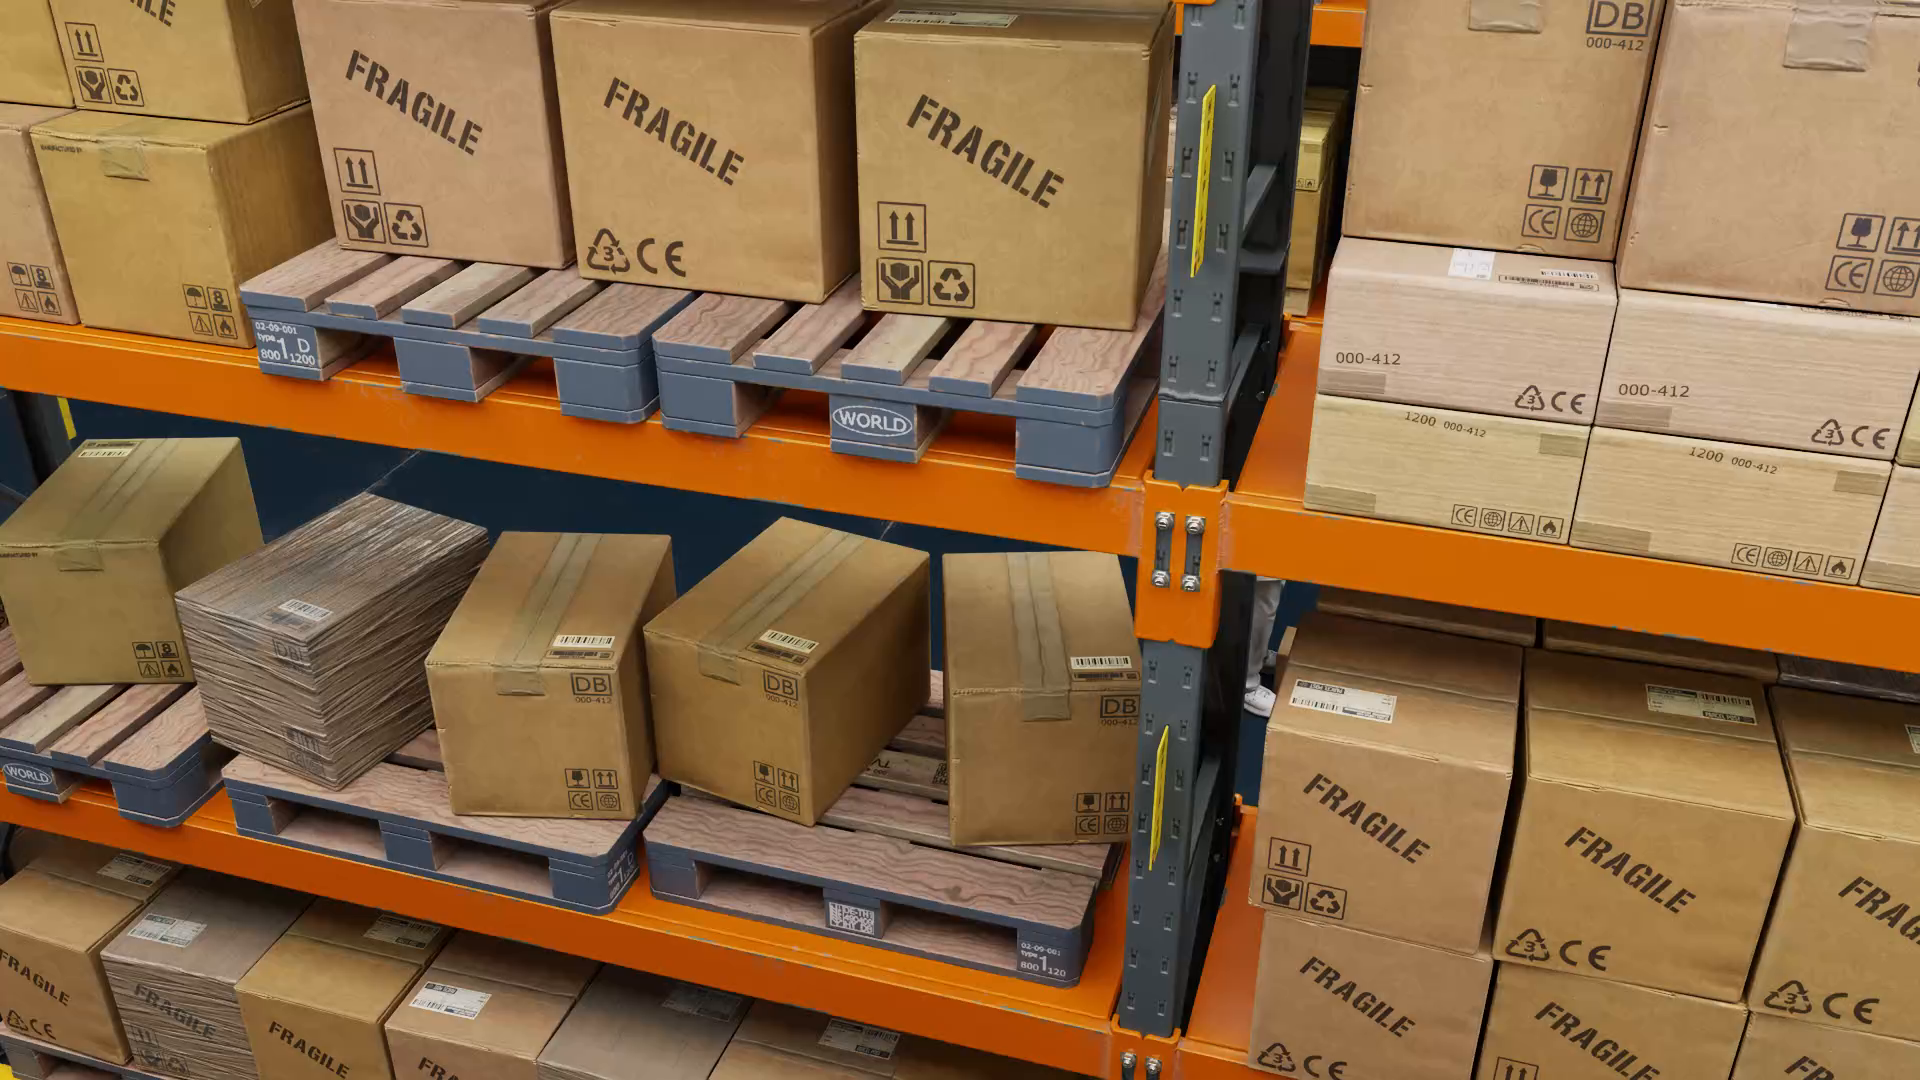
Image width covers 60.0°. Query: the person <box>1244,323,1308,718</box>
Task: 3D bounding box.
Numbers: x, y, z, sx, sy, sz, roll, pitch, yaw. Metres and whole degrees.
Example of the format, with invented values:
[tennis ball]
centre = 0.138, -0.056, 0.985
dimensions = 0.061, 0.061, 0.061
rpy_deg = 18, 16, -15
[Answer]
[person]
centre = 1.359, -0.118, 7.355
dimensions = 0.416, 1.774, 0.655
rpy_deg = 8, 30, 14
